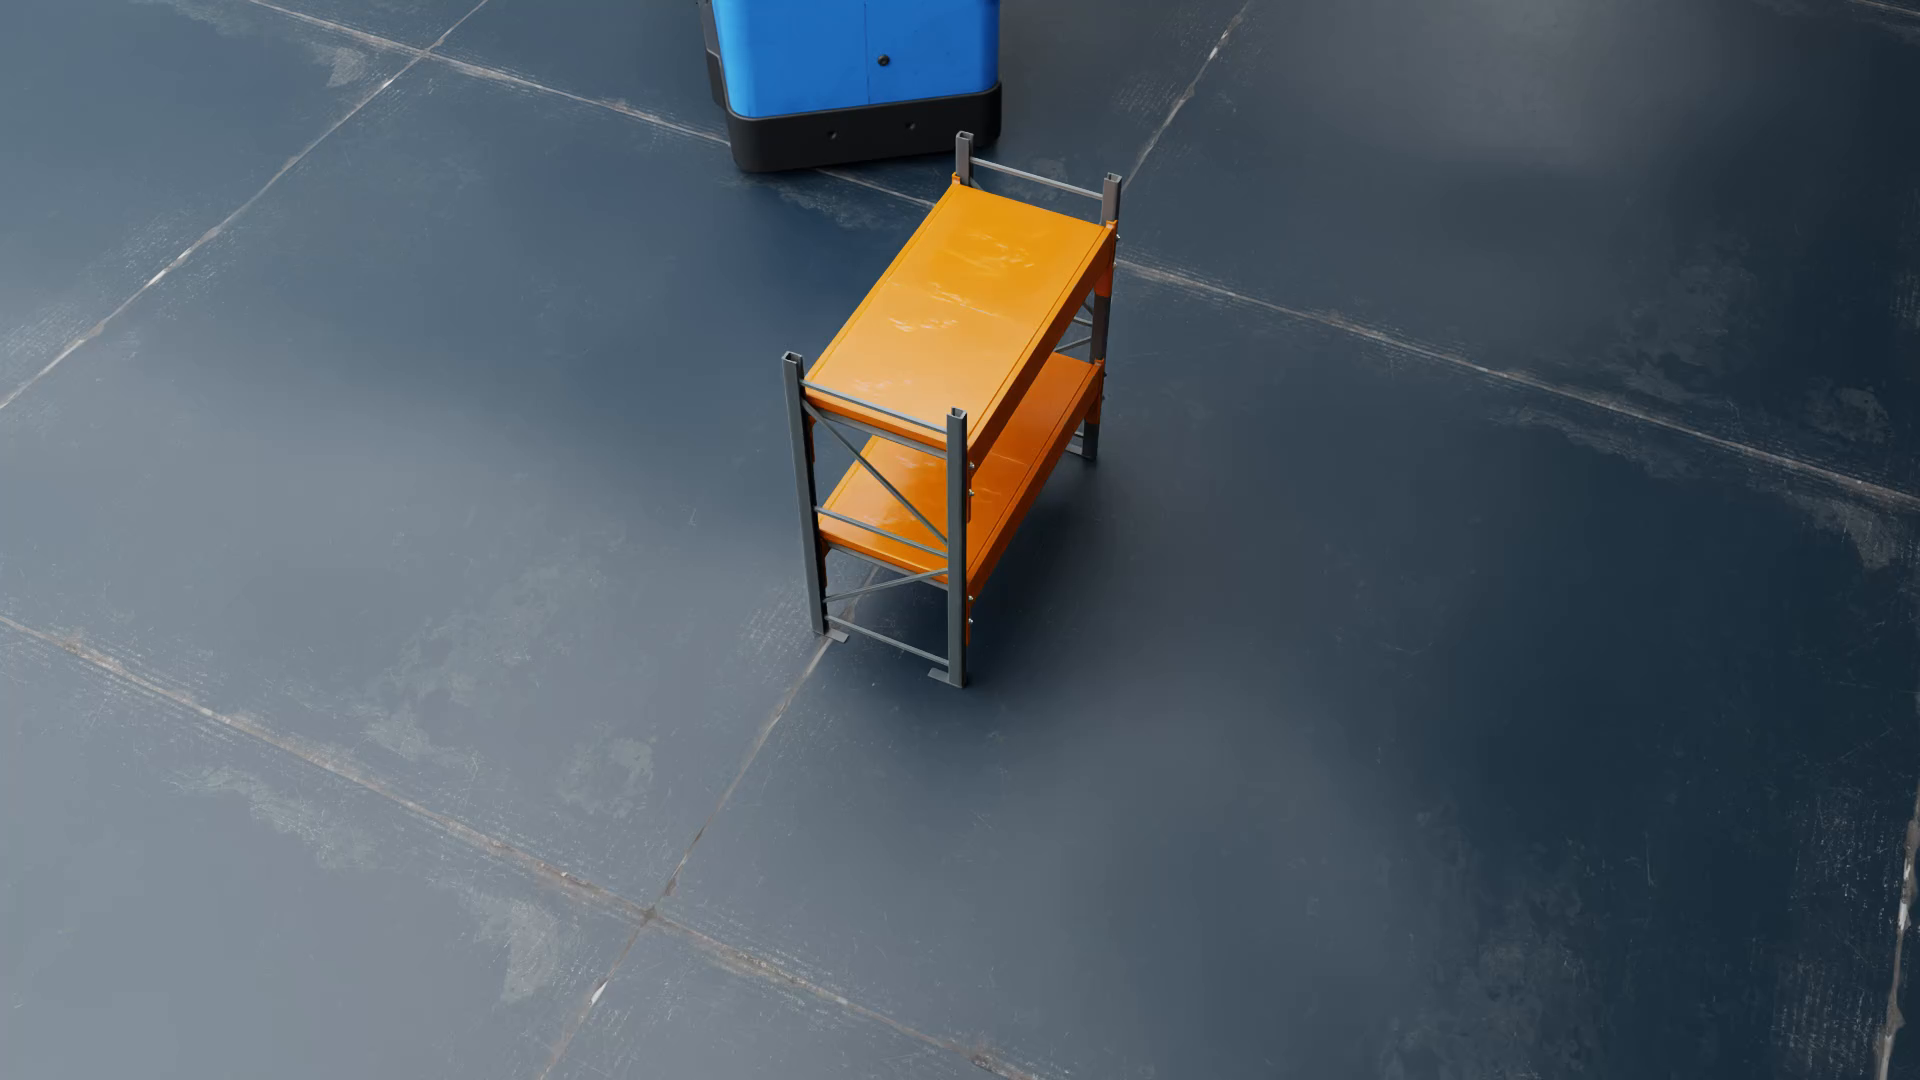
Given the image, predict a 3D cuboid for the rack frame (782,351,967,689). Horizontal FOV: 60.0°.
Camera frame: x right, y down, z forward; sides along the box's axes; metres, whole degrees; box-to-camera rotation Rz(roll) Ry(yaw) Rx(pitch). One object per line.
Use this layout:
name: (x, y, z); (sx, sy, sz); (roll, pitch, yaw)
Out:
rack frame: (-0.214, -0.019, 4.528); (0.500, 1.125, 0.032); (20, 52, 16)

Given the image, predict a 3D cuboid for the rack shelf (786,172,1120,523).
rack shelf: (0.003, -0.559, 4.603); (0.538, 0.278, 1.000); (20, 52, 16)

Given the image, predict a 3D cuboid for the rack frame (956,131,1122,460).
rack frame: (0.220, -0.719, 5.123); (0.500, 1.125, 0.032); (20, 52, 16)

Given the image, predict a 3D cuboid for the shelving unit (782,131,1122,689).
shelving unit: (0.003, -0.369, 4.826); (0.538, 1.125, 1.048); (20, 52, 16)

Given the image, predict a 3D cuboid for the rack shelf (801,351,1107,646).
rack shelf: (0.003, -0.211, 5.012); (0.538, 0.278, 1.000); (20, 52, 16)

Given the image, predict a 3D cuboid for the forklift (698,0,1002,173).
forklift: (-0.626, -3.499, 6.303); (1.130, 2.935, 3.031); (-8, 50, -7)
